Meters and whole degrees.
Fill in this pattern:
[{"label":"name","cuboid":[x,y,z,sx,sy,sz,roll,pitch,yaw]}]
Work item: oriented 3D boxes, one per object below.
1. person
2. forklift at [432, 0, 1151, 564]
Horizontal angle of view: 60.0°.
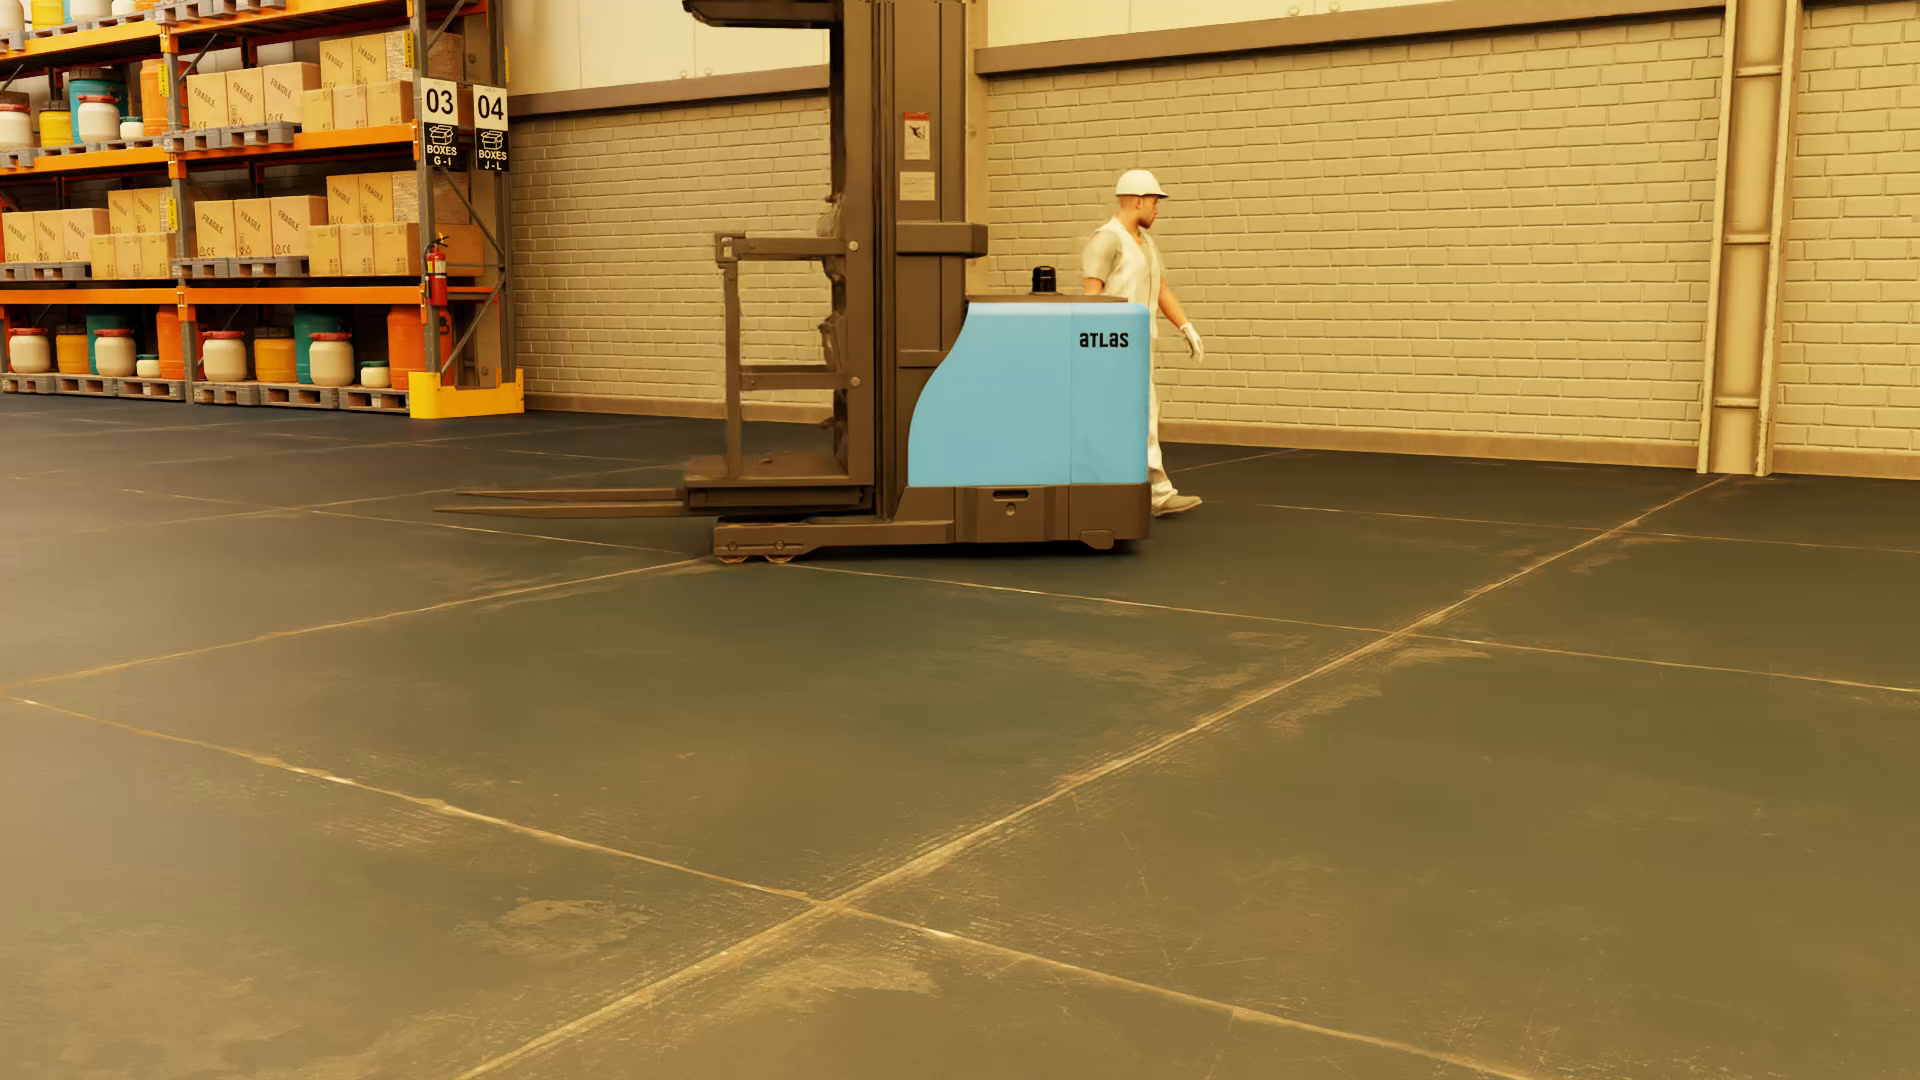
[{"label":"person","cuboid":[0.929,-0.991,8.449,0.801,1.753,0.730,5,9,31]},{"label":"forklift","cuboid":[-0.733,-1.429,7.245,3.031,2.935,1.130,-1,8,-7]}]
